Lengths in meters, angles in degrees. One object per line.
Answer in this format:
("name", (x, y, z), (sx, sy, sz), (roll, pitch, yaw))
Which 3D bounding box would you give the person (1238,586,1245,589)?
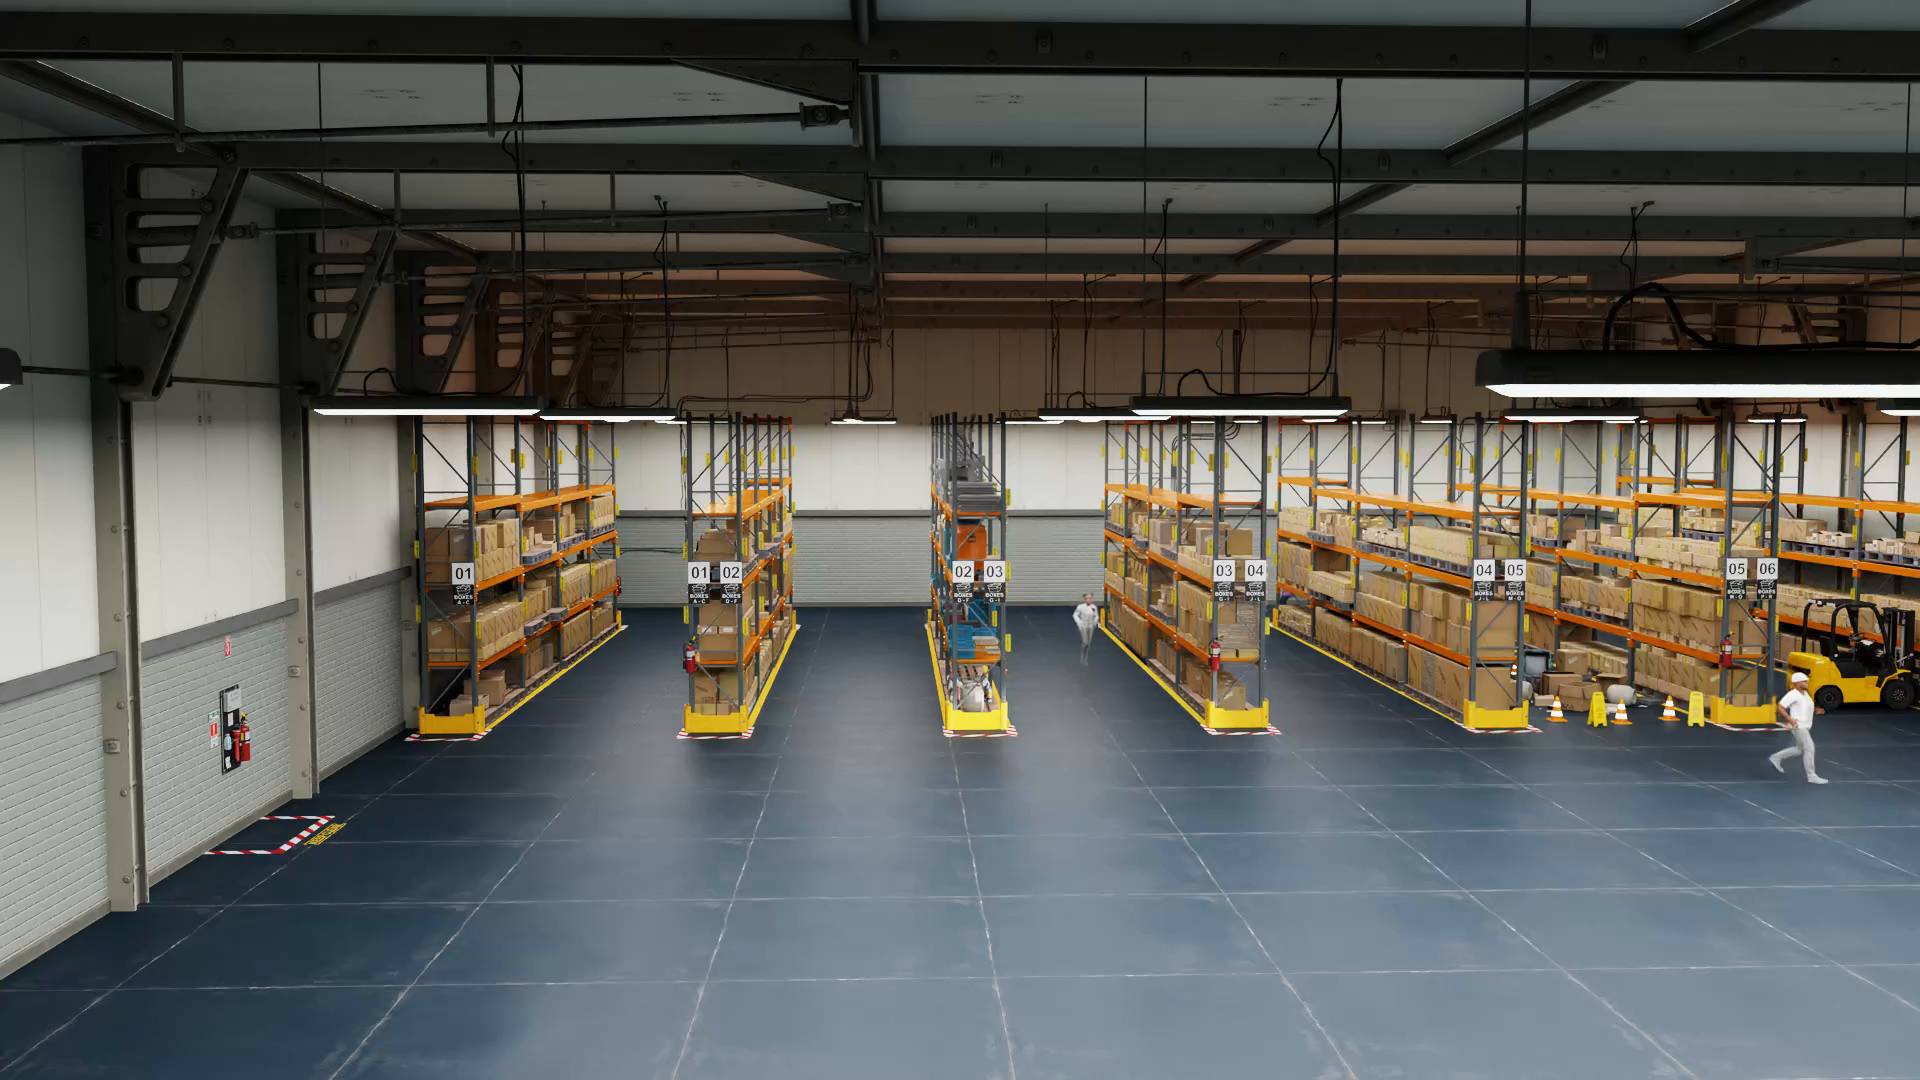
("person", (7.883, 1.577, 48.201), (0.714, 1.713, 0.992), (3, 5, 36))

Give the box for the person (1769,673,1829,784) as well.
("person", (13.533, 3.011, 26.806), (0.711, 1.748, 0.954), (-4, 5, -44))

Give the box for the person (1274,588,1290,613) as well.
("person", (9.508, 1.620, 48.874), (0.544, 1.557, 0.534), (0, 4, 0))

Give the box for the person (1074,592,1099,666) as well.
("person", (2.910, 2.036, 37.955), (0.533, 1.684, 0.671), (-1, 4, -16))
